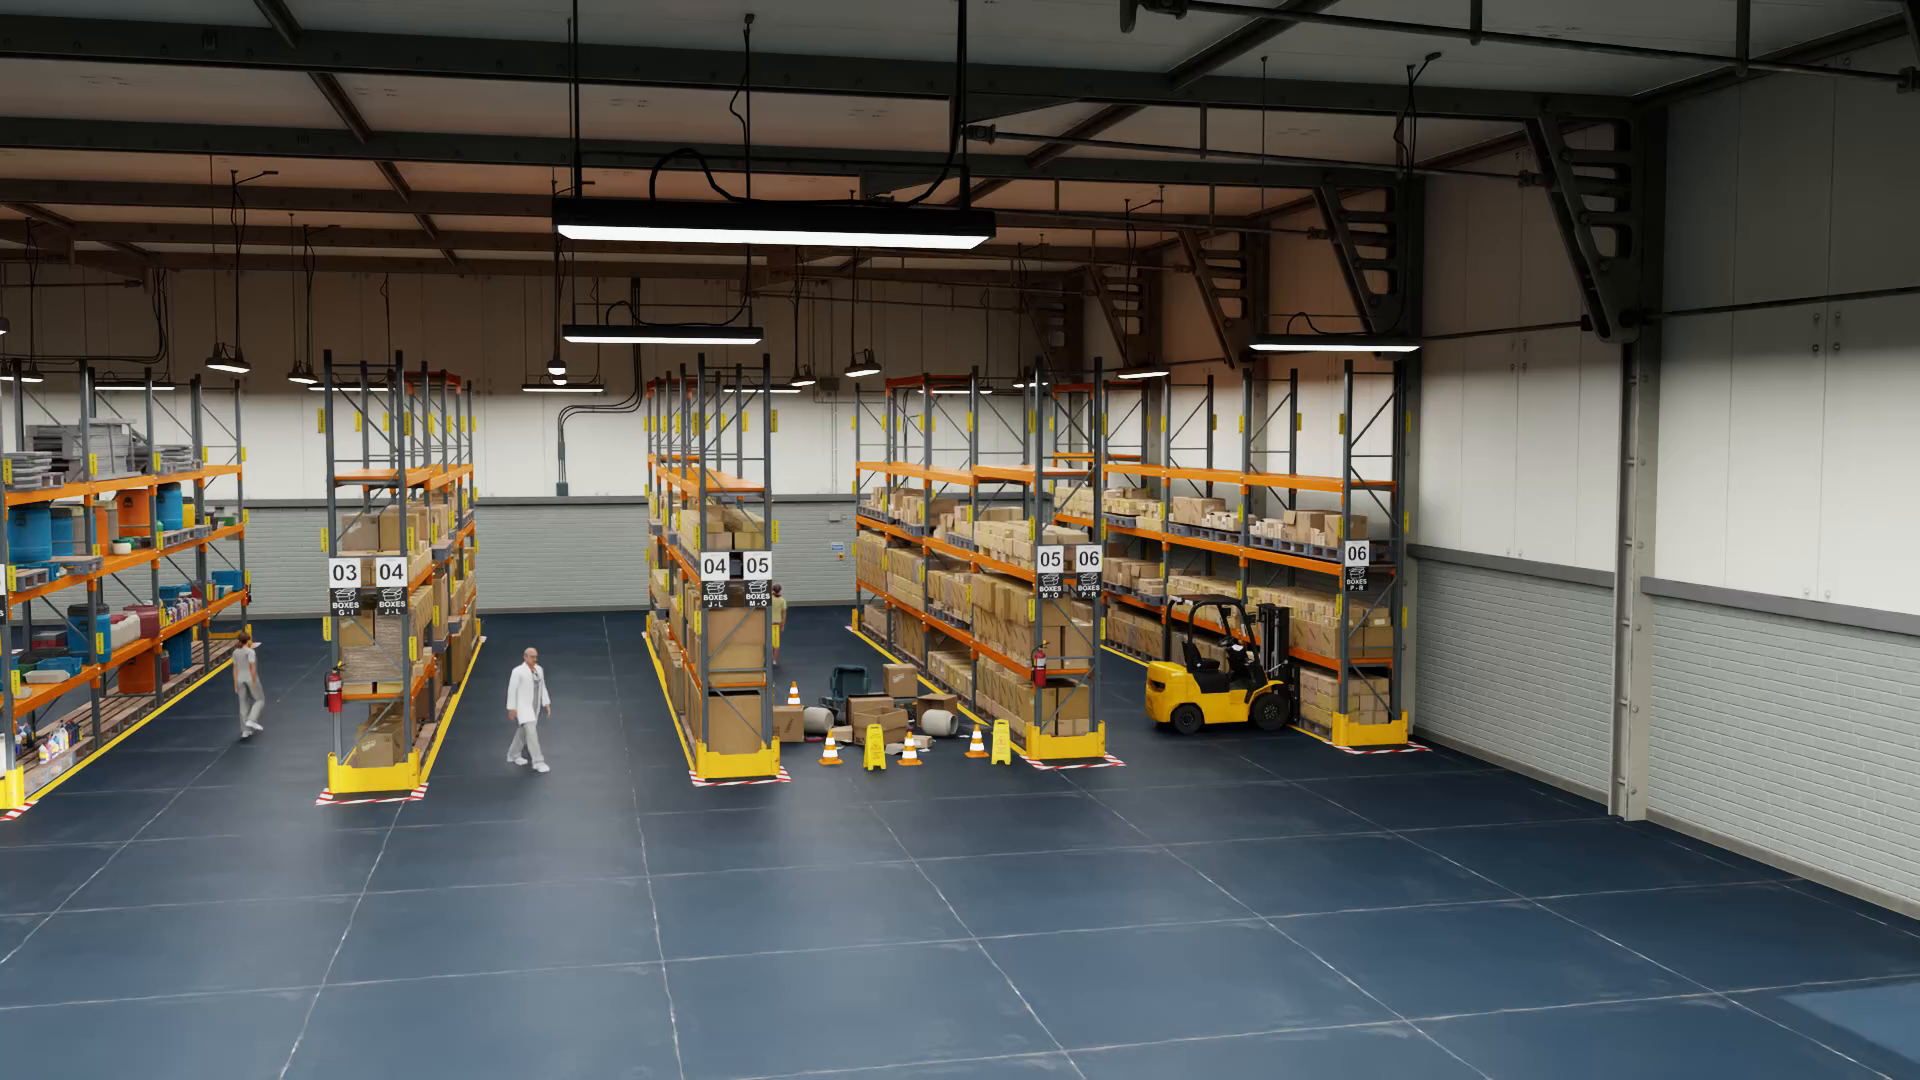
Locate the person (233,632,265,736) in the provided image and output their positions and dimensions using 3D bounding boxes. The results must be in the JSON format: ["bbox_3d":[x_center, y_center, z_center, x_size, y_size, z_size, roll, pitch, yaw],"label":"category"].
[{"bbox_3d":[-11.453,2.333,26.702,0.505,1.609,0.474,0,4,-2],"label":"person"}]

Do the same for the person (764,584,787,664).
[{"bbox_3d":[-3.891,1.750,34.632,0.574,1.673,0.407,-1,4,-9],"label":"person"}]

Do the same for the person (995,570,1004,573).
[{"bbox_3d":[0.994,1.467,38.094,0.457,1.775,0.573,3,5,40],"label":"person"}]

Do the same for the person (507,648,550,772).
[{"bbox_3d":[-6.227,2.431,24.119,1.003,1.737,0.601,2,4,24],"label":"person"}]
